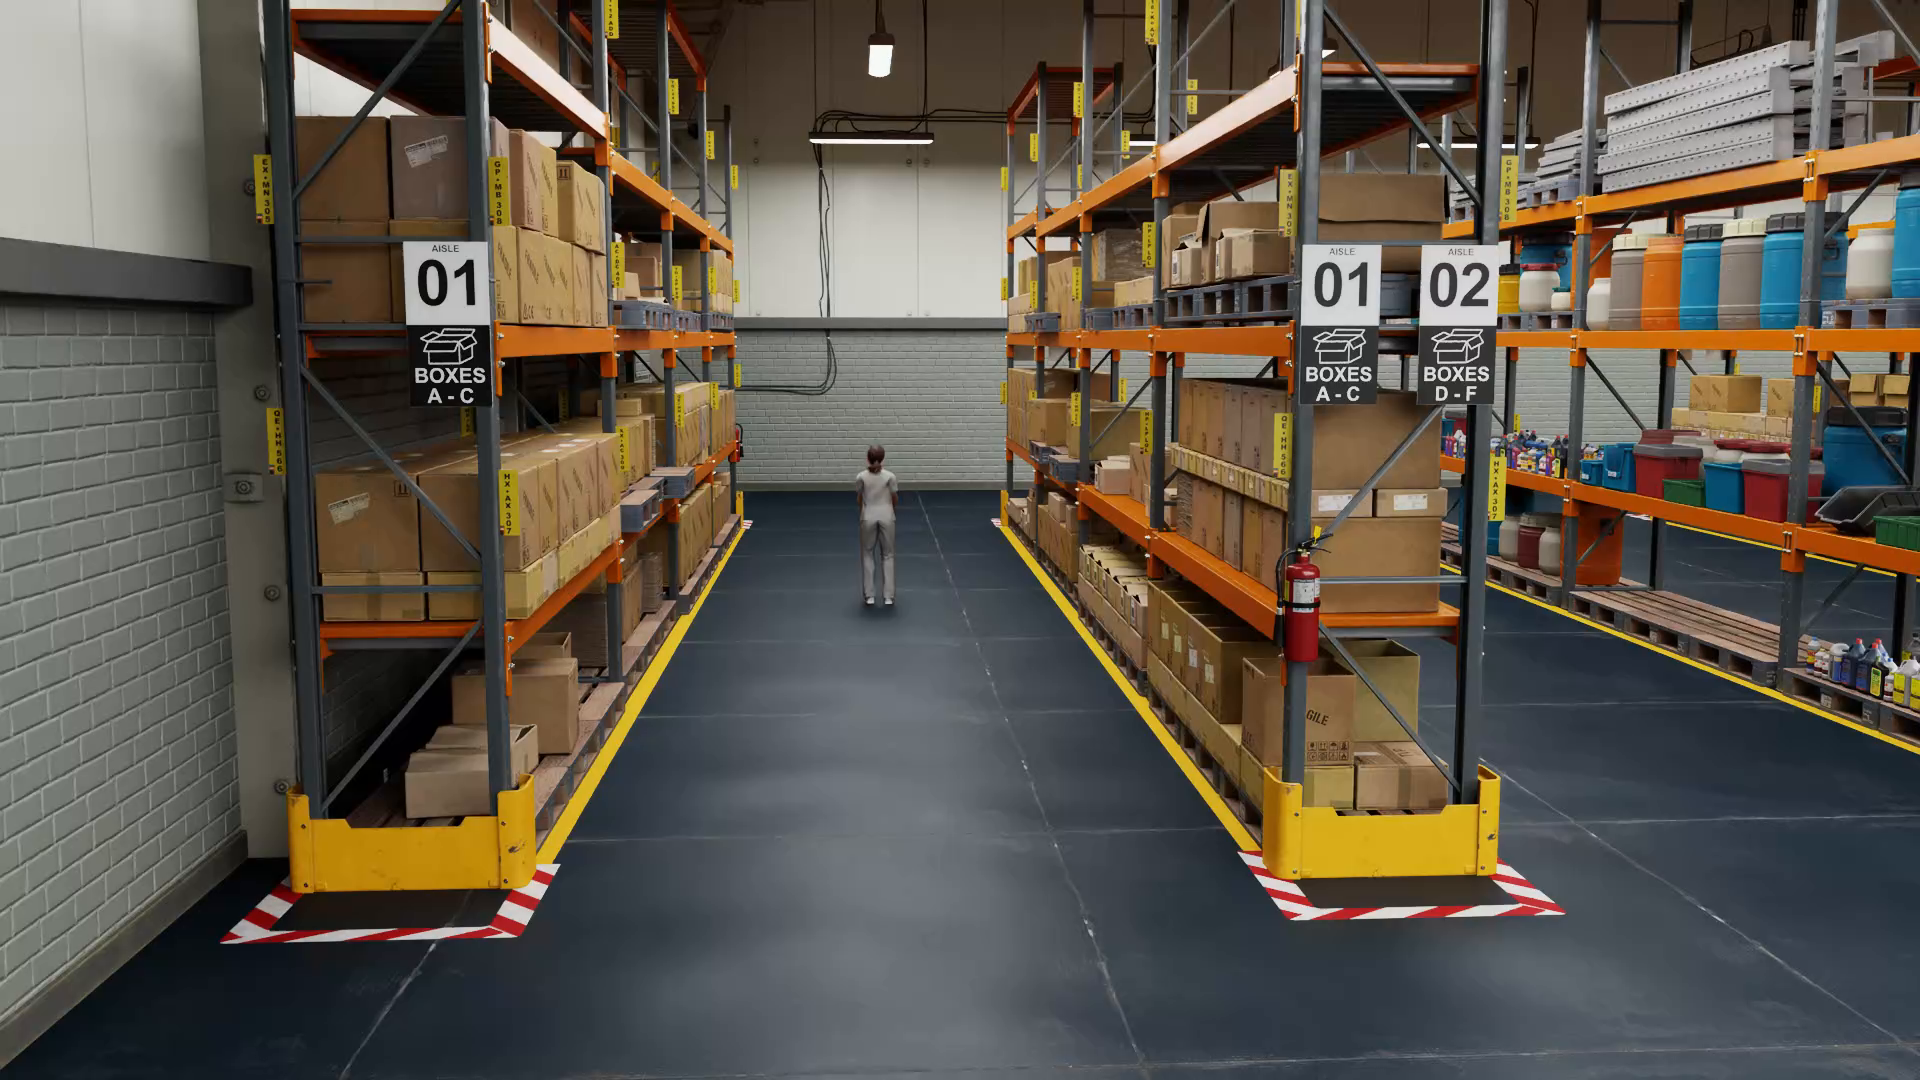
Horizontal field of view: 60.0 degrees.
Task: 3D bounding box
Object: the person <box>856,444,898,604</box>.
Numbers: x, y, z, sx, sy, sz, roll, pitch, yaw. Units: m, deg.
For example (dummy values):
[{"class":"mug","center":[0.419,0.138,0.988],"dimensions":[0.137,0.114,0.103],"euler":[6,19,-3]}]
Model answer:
[{"class":"person","center":[-0.856,-0.171,17.213],"dimensions":[0.436,1.663,0.554],"euler":[0,7,-3]}]
